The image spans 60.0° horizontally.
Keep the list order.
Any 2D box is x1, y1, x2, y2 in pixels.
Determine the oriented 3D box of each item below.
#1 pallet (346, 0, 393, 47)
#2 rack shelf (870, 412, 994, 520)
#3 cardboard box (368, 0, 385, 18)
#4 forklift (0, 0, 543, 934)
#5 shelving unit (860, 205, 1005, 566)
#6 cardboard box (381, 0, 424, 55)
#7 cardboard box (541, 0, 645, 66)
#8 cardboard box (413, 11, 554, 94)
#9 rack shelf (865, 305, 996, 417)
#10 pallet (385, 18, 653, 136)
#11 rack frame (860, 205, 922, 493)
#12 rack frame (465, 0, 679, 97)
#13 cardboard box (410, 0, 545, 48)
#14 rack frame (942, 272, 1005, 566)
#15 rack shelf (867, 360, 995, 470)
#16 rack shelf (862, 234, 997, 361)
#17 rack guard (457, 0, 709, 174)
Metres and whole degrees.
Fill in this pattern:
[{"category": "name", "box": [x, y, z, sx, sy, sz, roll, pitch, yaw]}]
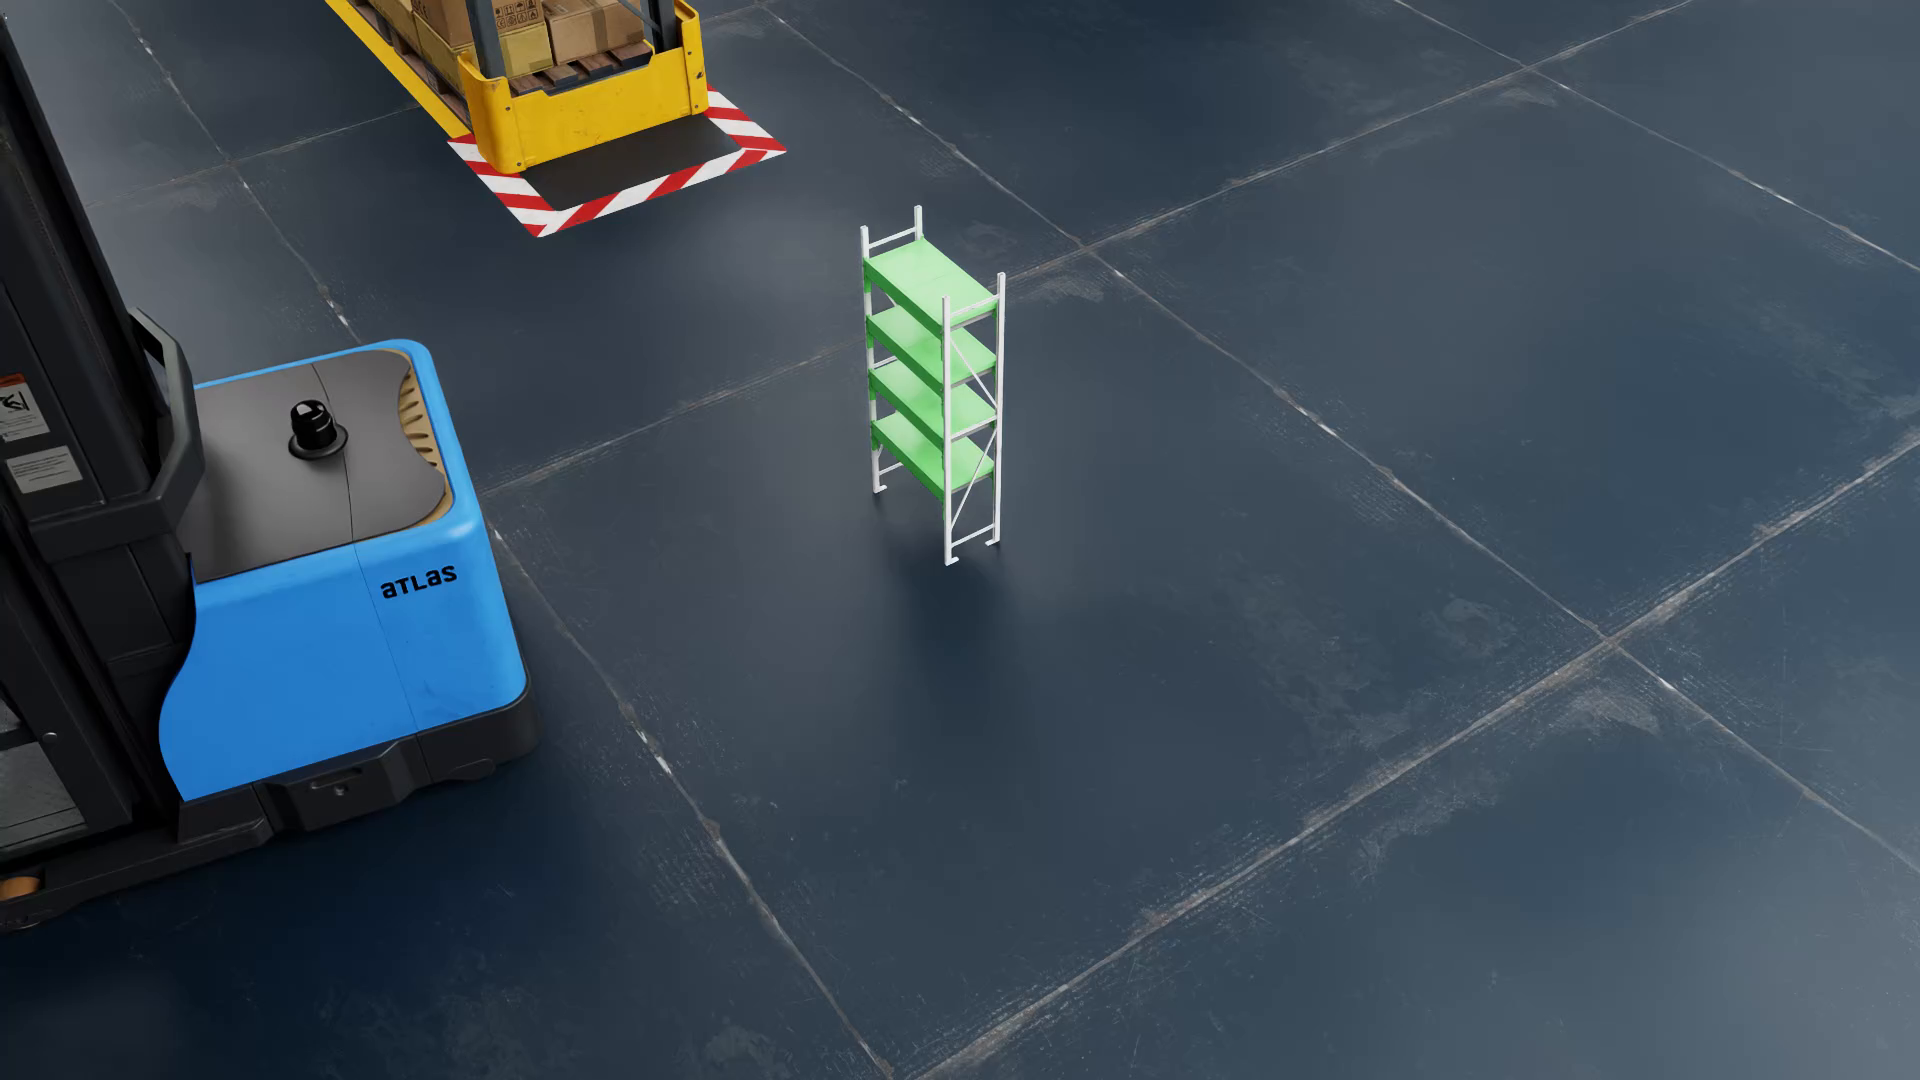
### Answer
[{"category": "pallet", "box": [-3.029, -3.293, 9.546, 1.003, 0.211, 1.213, -26, 49, -24]}, {"category": "rack shelf", "box": [-0.095, -0.308, 6.144, 0.258, 0.148, 0.480, -26, 49, -24]}, {"category": "cardboard box", "box": [-2.996, -3.099, 9.012, 0.500, 0.250, 0.500, -26, 49, -24]}, {"category": "forklift", "box": [-2.939, -0.252, 4.391, 3.031, 2.935, 1.130, -16, 46, -16]}, {"category": "shelving unit", "box": [-0.095, -0.528, 5.934, 0.258, 1.200, 0.503, -26, 49, -24]}, {"category": "cardboard box", "box": [-2.708, -2.817, 8.716, 0.500, 0.250, 0.500, -26, 49, -24]}, {"category": "cardboard box", "box": [-1.988, -2.743, 8.638, 0.500, 0.250, 0.500, -26, 49, -24]}, {"category": "cardboard box", "box": [-2.413, -2.539, 8.424, 0.500, 0.250, 0.500, -26, 49, -24]}, {"category": "rack shelf", "box": [-0.095, -0.655, 5.812, 0.258, 0.148, 0.480, -26, 49, -24]}, {"category": "pallet", "box": [-2.335, -2.602, 8.823, 1.003, 0.211, 1.213, -26, 49, -24]}, {"category": "rack frame", "box": [-0.234, -0.666, 6.079, 0.240, 1.200, 0.015, -26, 49, -24]}, {"category": "rack frame", "box": [-1.863, -3.194, 7.424, 1.000, 3.000, 0.127, -26, 49, -24]}, {"category": "cardboard box", "box": [-2.414, -2.809, 8.164, 0.500, 0.500, 0.500, -26, 49, -24]}, {"category": "rack frame", "box": [0.045, -0.390, 5.789, 0.240, 1.200, 0.015, -26, 49, -24]}, {"category": "rack shelf", "box": [-0.095, -0.482, 5.978, 0.258, 0.148, 0.480, -26, 49, -24]}, {"category": "rack shelf", "box": [-0.095, -0.829, 5.647, 0.258, 0.148, 0.480, -26, 49, -24]}, {"category": "rack guard", "box": [-1.850, -2.276, 8.273, 1.175, 0.500, 0.348, -26, 49, -24]}]
